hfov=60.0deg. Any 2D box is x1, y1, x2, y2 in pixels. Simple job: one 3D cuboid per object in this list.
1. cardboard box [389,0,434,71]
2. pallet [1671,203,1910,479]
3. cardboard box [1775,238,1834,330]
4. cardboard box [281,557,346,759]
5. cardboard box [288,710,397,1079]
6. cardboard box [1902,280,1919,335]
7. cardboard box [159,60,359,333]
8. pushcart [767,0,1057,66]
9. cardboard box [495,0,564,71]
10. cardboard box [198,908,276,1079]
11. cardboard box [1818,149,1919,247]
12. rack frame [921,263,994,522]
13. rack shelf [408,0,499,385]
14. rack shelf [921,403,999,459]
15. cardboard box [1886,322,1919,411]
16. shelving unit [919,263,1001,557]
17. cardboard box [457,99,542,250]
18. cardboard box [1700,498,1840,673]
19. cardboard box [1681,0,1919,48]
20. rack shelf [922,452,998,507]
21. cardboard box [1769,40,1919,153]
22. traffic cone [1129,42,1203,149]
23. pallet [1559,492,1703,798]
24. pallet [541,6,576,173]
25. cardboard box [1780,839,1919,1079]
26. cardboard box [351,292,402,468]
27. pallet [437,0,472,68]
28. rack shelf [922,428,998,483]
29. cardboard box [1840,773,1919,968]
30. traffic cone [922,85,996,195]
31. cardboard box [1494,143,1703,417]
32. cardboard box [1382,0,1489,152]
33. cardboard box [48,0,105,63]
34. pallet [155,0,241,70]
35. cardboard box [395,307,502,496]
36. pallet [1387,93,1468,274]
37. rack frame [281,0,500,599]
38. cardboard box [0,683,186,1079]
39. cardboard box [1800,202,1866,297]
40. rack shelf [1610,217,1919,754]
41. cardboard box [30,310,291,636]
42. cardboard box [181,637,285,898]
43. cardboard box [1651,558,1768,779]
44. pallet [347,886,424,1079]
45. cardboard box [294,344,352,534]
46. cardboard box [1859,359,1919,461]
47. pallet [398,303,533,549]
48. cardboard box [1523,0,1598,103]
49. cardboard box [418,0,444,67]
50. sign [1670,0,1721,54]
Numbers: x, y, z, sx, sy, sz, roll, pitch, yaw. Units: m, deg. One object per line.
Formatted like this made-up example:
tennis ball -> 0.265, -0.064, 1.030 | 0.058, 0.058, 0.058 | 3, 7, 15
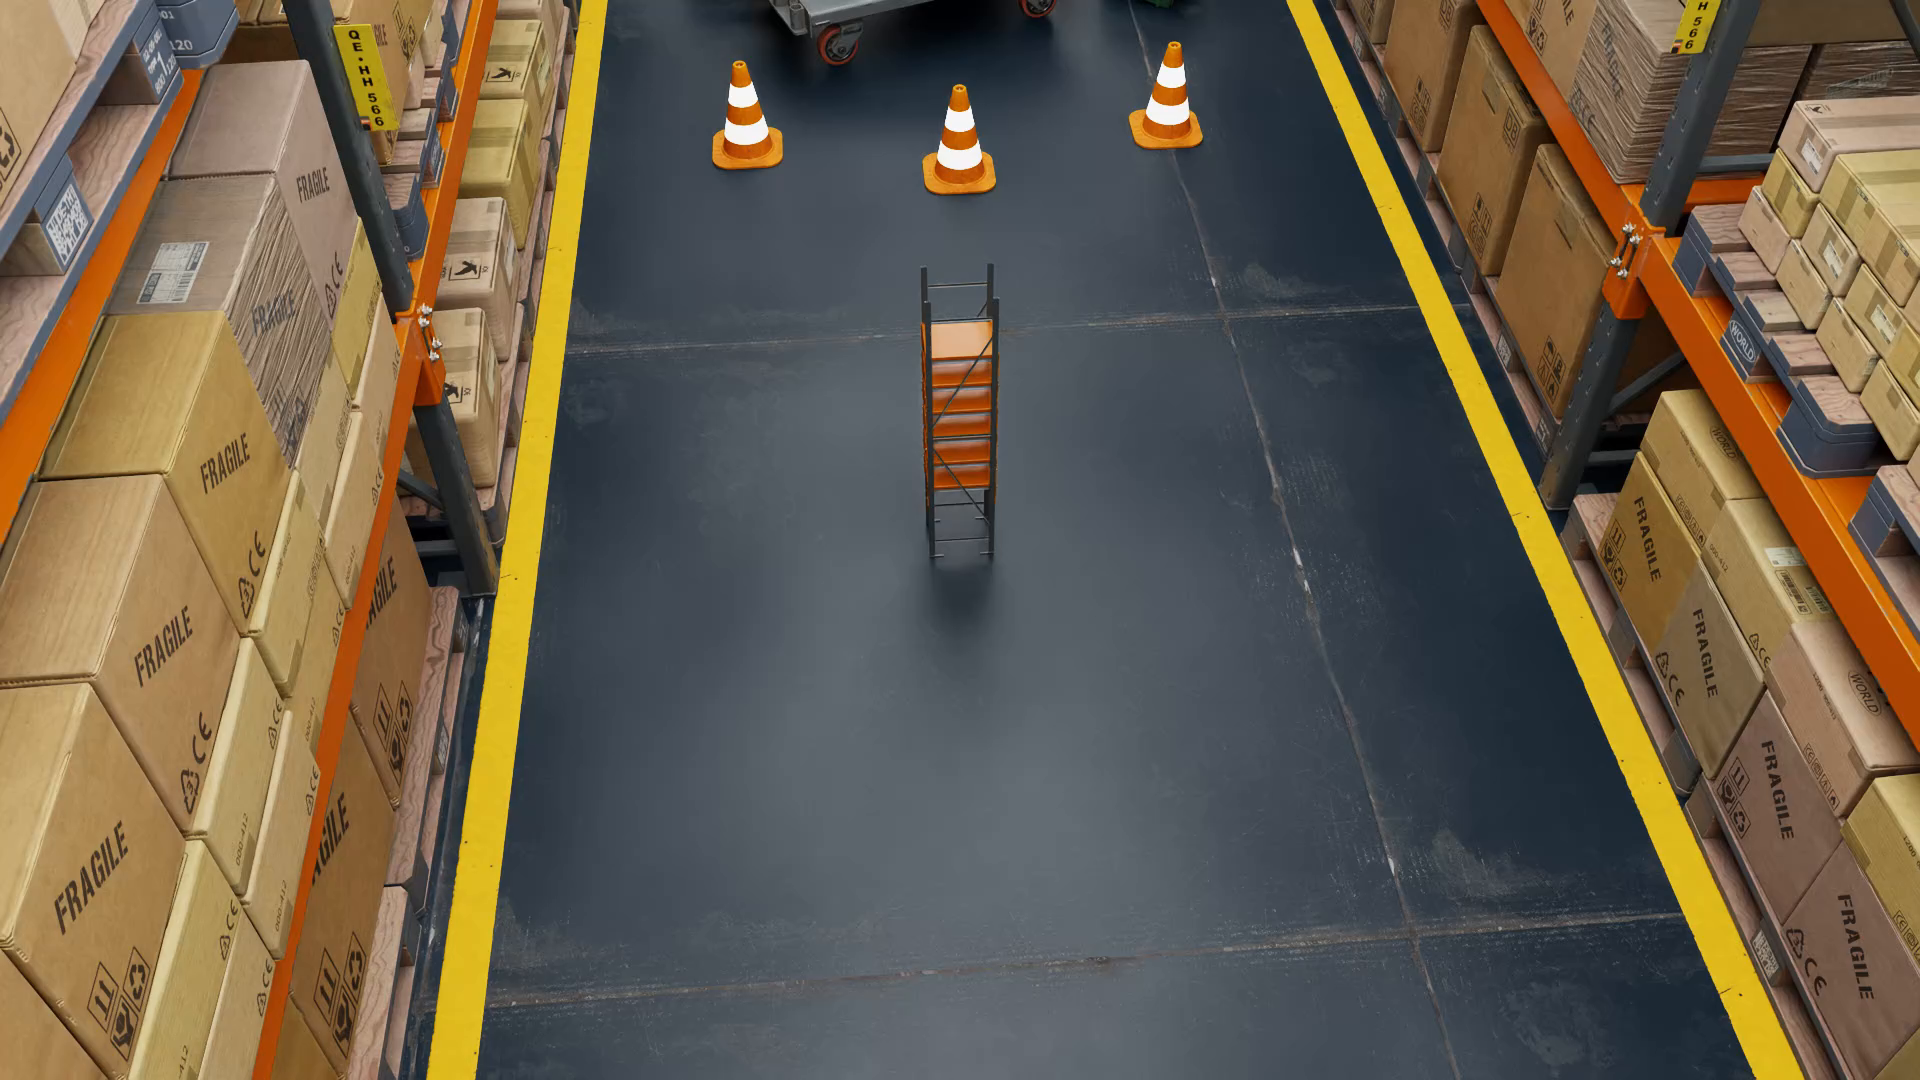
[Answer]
cardboard box -> -2.047, -1.836, 5.360 | 0.500, 0.500, 0.500 | -1, 47, -1
pallet -> 2.900, -0.638, 4.920 | 1.213, 0.211, 1.003 | -3, 47, -3
cardboard box -> 2.593, -0.741, 4.769 | 0.380, 0.149, 0.250 | -1, 47, -1
cardboard box -> -1.804, 0.297, 4.006 | 0.500, 0.250, 0.500 | -4, 47, -4
cardboard box -> -2.144, 0.898, 4.508 | 0.875, 0.875, 0.875 | -3, 47, -3
cardboard box -> 2.643, -0.565, 4.194 | 0.380, 0.149, 0.250 | -5, 47, -5
cardboard box -> -1.886, -0.859, 4.240 | 0.500, 0.500, 0.500 | -5, 47, -4
pushcart -> -0.257, -3.006, 8.837 | 1.648, 0.377, 0.936 | -19, 49, -17
cardboard box -> -2.478, -2.594, 8.162 | 0.950, 0.372, 0.625 | -3, 47, -3
cardboard box -> -1.700, 1.026, 3.315 | 0.500, 0.250, 0.500 | -4, 47, -4
cardboard box -> 2.605, -0.935, 4.543 | 0.380, 0.149, 0.250 | -5, 47, -4
rack frame -> -0.009, -0.489, 5.887 | 0.240, 1.200, 0.006 | -3, 47, -3
rack shelf -> -2.357, -2.038, 6.610 | 1.077, 0.370, 4.000 | -3, 47, -3
rack shelf -> -0.001, -0.392, 5.857 | 0.258, 0.103, 0.180 | -3, 47, -3
cardboard box -> 2.647, -0.440, 4.279 | 0.380, 0.149, 0.250 | -3, 47, -3
shelving unit -> -0.001, -0.423, 5.824 | 0.258, 1.200, 0.189 | -3, 47, -3
cardboard box -> -2.355, -1.571, 7.193 | 0.950, 0.372, 0.625 | -2, 47, -2
cardboard box -> 2.593, 0.125, 4.982 | 0.500, 0.250, 0.500 | -4, 47, -4
cardboard box -> 2.707, -1.916, 5.241 | 0.700, 0.500, 0.500 | -4, 47, -4
rack shelf -> -0.001, -0.227, 6.031 | 0.258, 0.103, 0.180 | -3, 47, -3
cardboard box -> 2.966, -1.588, 5.619 | 0.500, 0.500, 0.500 | -3, 47, -3
traffic cone -> 1.007, -2.172, 7.989 | 0.336, 0.463, 0.334 | -3, 47, -3
pallet -> 2.798, 0.312, 5.809 | 1.003, 0.211, 1.213 | -3, 47, -3
pallet -> -2.458, -2.211, 8.198 | 1.003, 0.211, 1.213 | -3, 47, -3
cardboard box -> 2.675, 1.134, 4.543 | 0.500, 0.500, 0.500 | -4, 47, -4
cardboard box -> -1.889, -0.437, 4.701 | 0.500, 0.250, 0.500 | -5, 47, -5
pallet -> -2.396, -2.202, 6.402 | 1.003, 0.211, 1.213 | -3, 47, -3
rack shelf -> -0.001, -0.310, 5.944 | 0.258, 0.103, 0.180 | -3, 47, -3
cardboard box -> 2.667, 0.861, 4.285 | 0.500, 0.250, 0.500 | -5, 47, -5
traffic cone -> -0.005, -1.899, 7.730 | 0.336, 0.463, 0.334 | -3, 47, -3
cardboard box -> 2.773, -1.030, 6.419 | 1.050, 0.750, 0.750 | -4, 47, -4
cardboard box -> 2.618, -2.336, 7.656 | 1.050, 0.750, 0.750 | -3, 47, -3
cardboard box -> -1.726, -0.993, 2.862 | 0.396, 0.266, 0.258 | -5, 47, -4
pallet -> -2.083, -1.343, 3.520 | 1.213, 0.211, 1.003 | -2, 47, -1
cardboard box -> -2.227, -0.489, 6.168 | 0.950, 0.372, 0.625 | -6, 47, -6
pallet -> 2.645, -1.709, 7.724 | 1.003, 0.211, 1.213 | -3, 47, -3
rack frame -> -2.190, -0.839, 4.978 | 1.000, 3.000, 0.127 | -3, 47, -3
cardboard box -> -1.715, 0.612, 2.847 | 0.500, 0.500, 0.500 | -5, 47, -4
cardboard box -> 2.600, -0.815, 4.635 | 0.380, 0.149, 0.250 | -1, 47, -1
rack shelf -> 2.902, 0.482, 4.223 | 1.077, 0.370, 4.000 | -3, 47, -3
cardboard box -> -1.800, -0.128, 3.548 | 0.500, 0.500, 0.500 | -3, 47, -3
cardboard box -> -1.742, 0.491, 3.478 | 0.500, 0.250, 0.500 | -5, 47, -4
cardboard box -> 2.585, 0.393, 5.244 | 0.500, 0.500, 0.500 | -3, 47, -3
pallet -> -2.100, 1.576, 4.612 | 1.003, 0.211, 1.213 | -3, 47, -3
cardboard box -> -1.849, -0.253, 4.183 | 0.500, 0.250, 0.500 | -5, 47, -4
cardboard box -> 2.640, -0.350, 4.400 | 0.380, 0.149, 0.250 | -2, 47, -1
pallet -> -2.254, -0.445, 6.526 | 1.003, 0.211, 1.213 | -3, 47, -3
cardboard box -> 2.389, -1.918, 5.931 | 0.500, 0.500, 0.500 | -3, 47, -3
cardboard box -> -2.001, -1.751, 5.726 | 0.380, 0.149, 0.250 | -3, 47, -3
sign -> 2.182, -1.575, 4.878 | 0.100, 0.325, 0.005 | -3, 47, -3
